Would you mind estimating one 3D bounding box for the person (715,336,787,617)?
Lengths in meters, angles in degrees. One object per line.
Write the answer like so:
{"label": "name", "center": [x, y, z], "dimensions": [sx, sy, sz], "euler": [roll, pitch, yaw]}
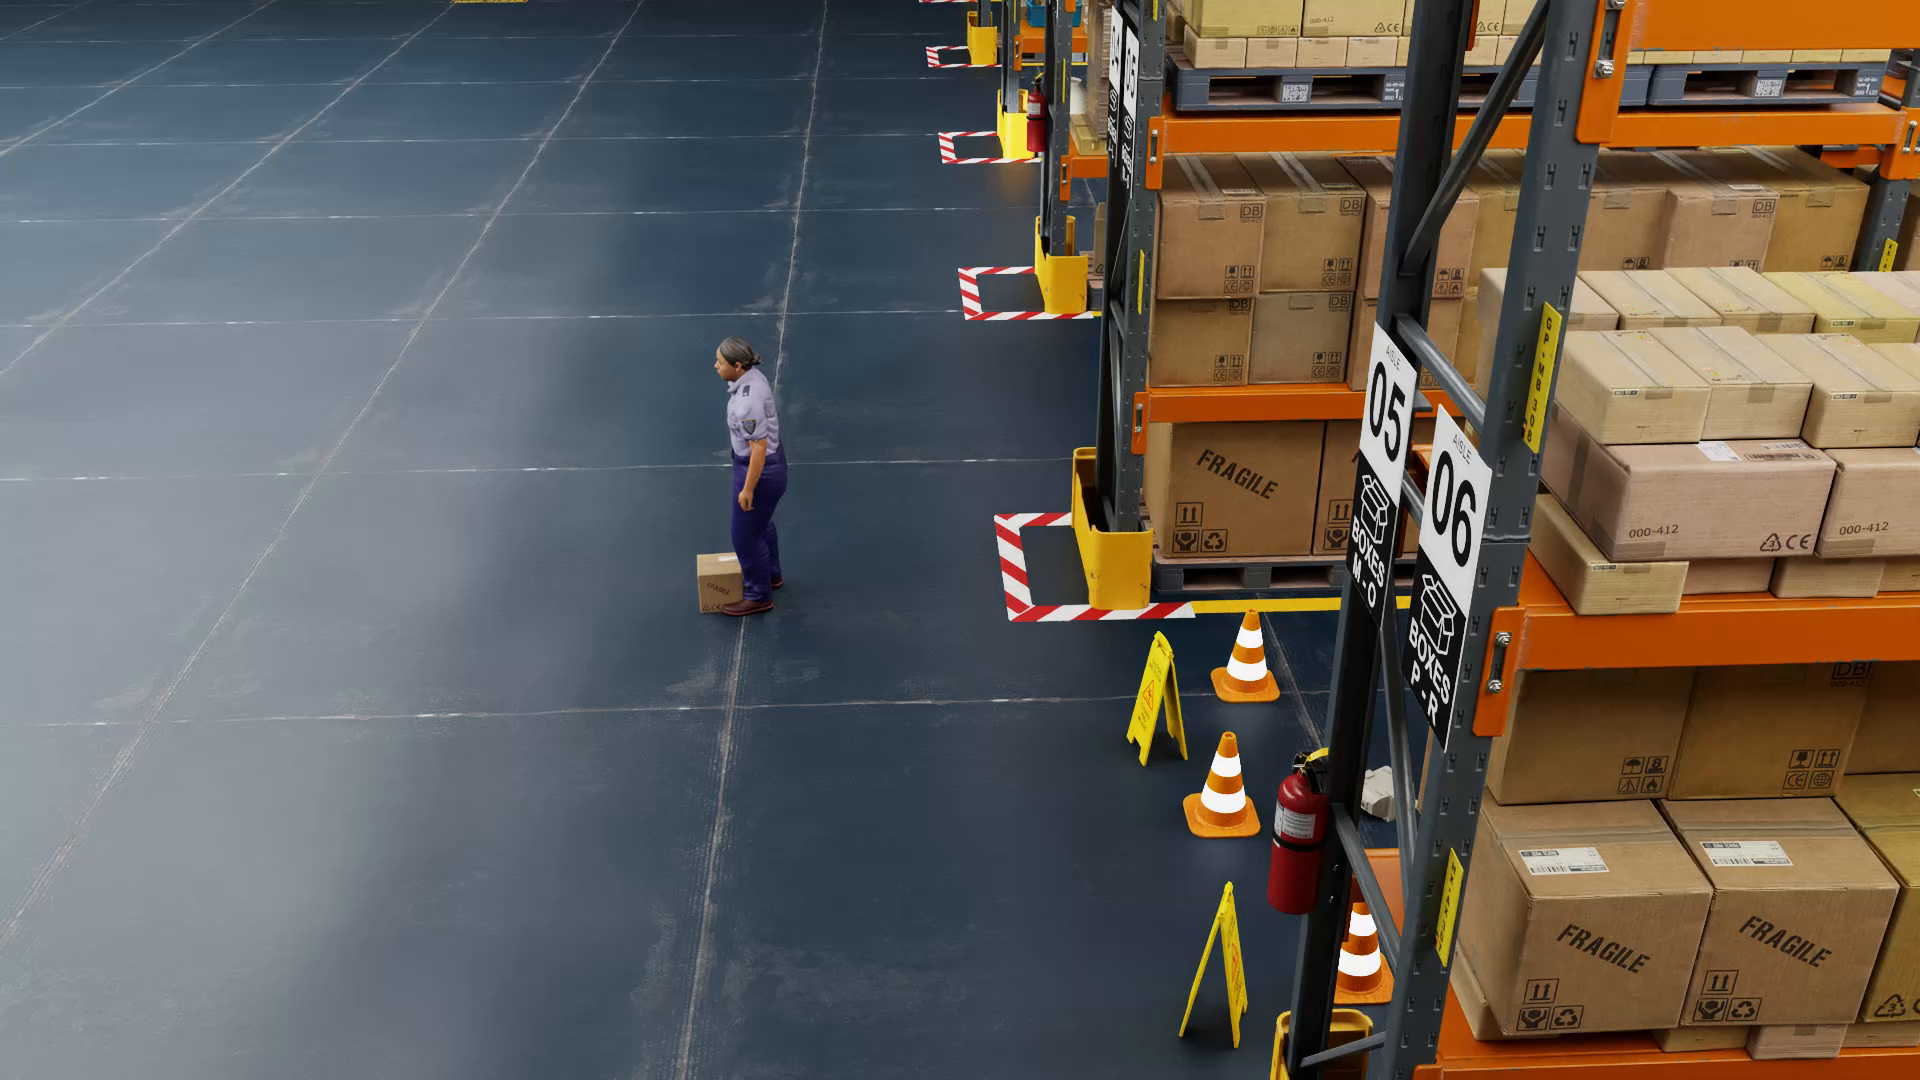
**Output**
{"label": "person", "center": [-1.180, -0.376, 9.343], "dimensions": [0.418, 1.653, 0.562], "euler": [-3, 28, -5]}
